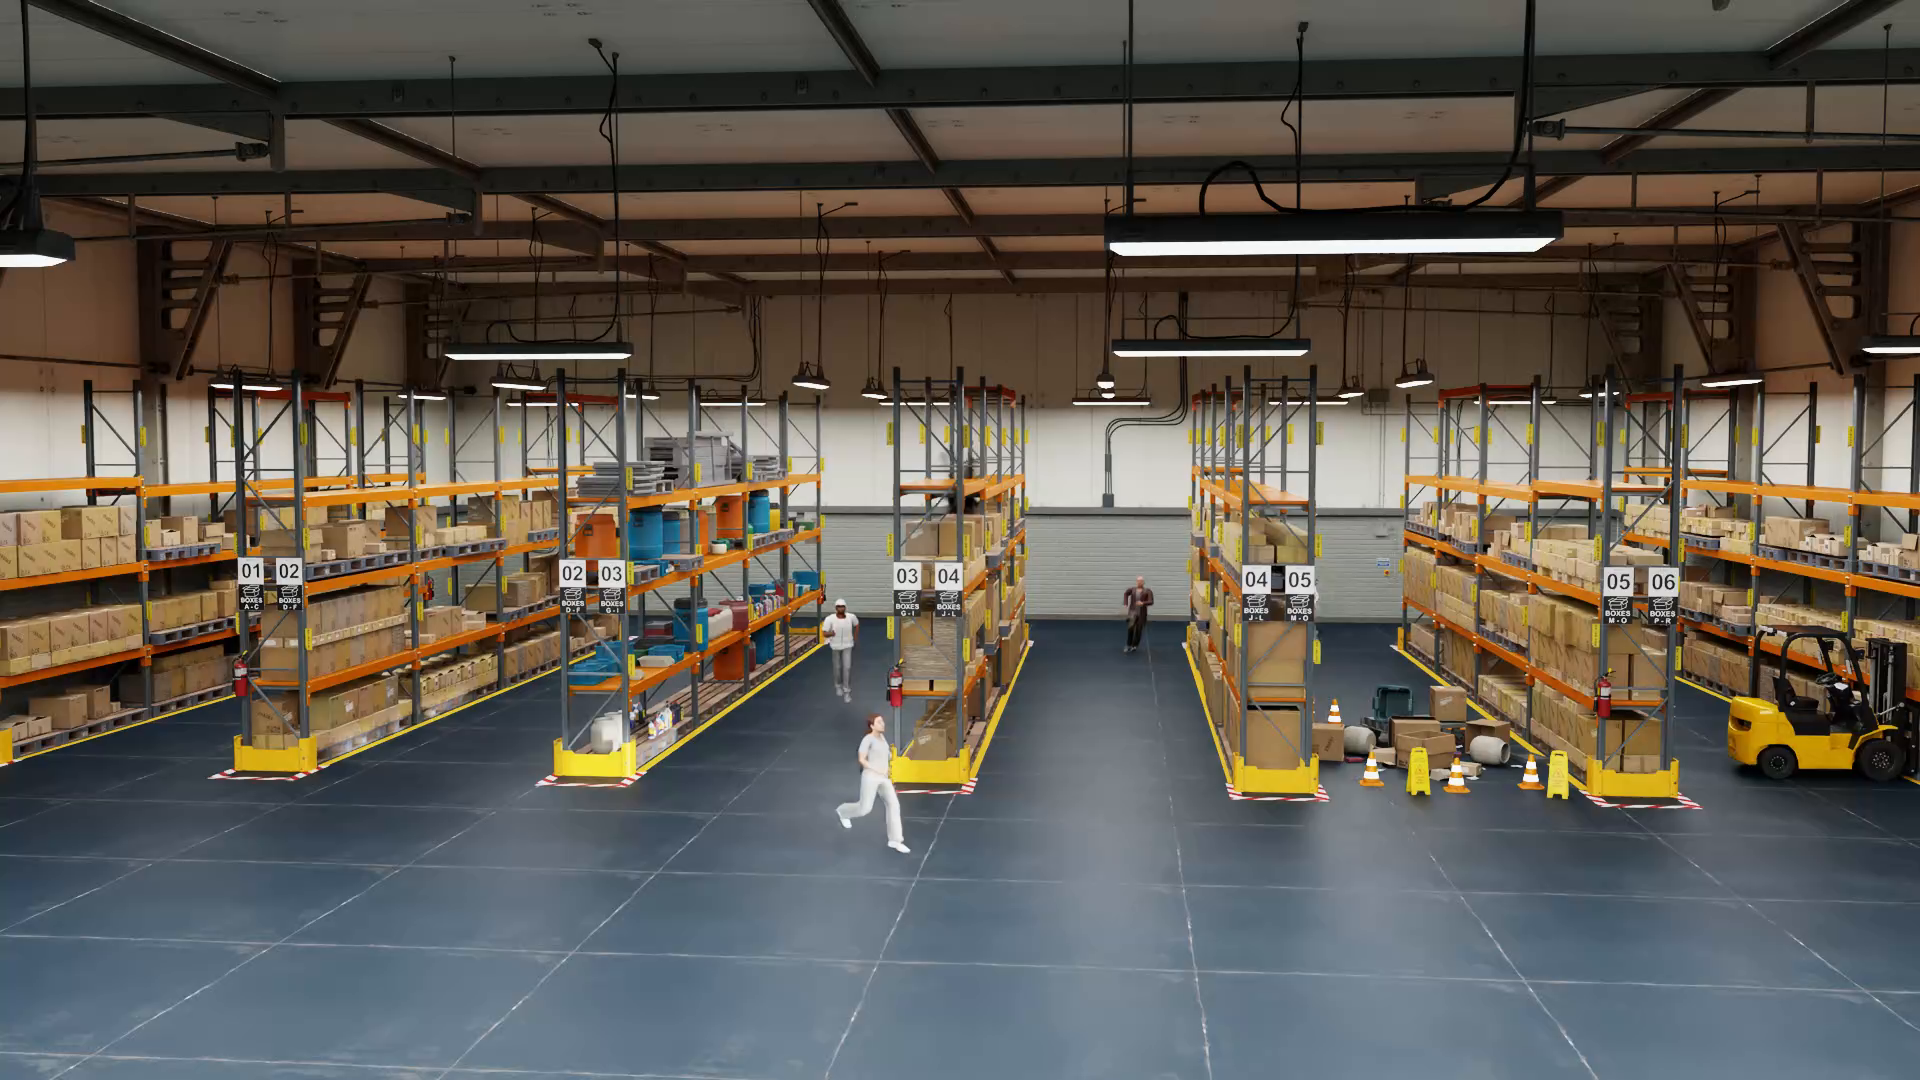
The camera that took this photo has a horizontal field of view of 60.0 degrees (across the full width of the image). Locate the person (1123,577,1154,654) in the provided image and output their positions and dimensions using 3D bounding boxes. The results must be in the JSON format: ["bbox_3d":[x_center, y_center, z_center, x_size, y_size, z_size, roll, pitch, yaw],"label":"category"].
[{"bbox_3d":[4.128,1.734,38.529,0.709,1.782,0.704,1,4,8],"label":"person"}]

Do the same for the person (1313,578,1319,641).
[{"bbox_3d":[8.418,1.668,40.257,0.528,1.653,0.589,0,4,7],"label":"person"}]

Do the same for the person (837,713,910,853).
[{"bbox_3d":[-1.064,2.934,20.276,1.093,1.662,0.538,3,5,40],"label":"person"}]

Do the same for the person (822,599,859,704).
[{"bbox_3d":[-2.138,1.971,29.864,0.681,1.844,0.777,0,4,-6],"label":"person"}]
